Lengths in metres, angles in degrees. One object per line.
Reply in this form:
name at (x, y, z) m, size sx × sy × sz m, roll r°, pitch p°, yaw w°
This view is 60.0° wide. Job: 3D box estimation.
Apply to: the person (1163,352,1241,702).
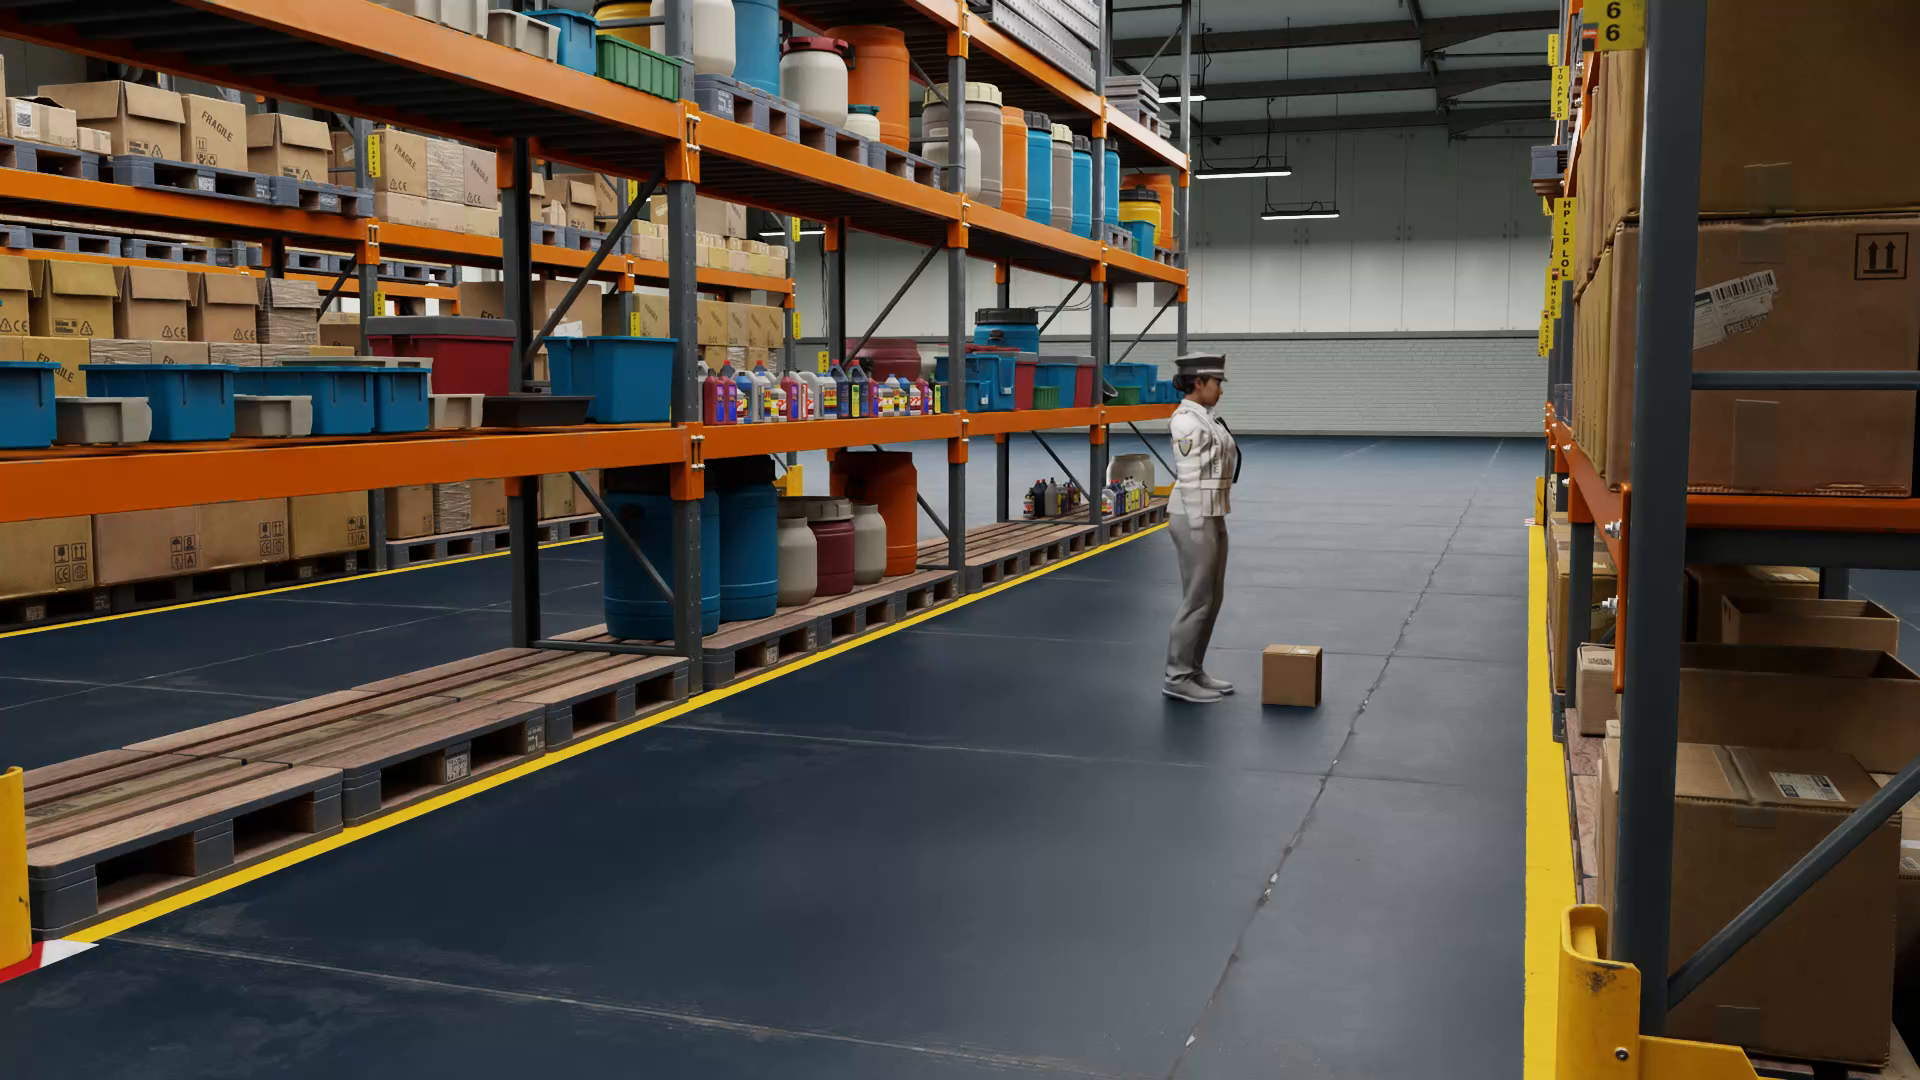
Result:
person at (1.171, -0.067, 8.033) m, size 0.328 × 1.669 × 0.470 m, roll 2°, pitch 6°, yaw 20°
